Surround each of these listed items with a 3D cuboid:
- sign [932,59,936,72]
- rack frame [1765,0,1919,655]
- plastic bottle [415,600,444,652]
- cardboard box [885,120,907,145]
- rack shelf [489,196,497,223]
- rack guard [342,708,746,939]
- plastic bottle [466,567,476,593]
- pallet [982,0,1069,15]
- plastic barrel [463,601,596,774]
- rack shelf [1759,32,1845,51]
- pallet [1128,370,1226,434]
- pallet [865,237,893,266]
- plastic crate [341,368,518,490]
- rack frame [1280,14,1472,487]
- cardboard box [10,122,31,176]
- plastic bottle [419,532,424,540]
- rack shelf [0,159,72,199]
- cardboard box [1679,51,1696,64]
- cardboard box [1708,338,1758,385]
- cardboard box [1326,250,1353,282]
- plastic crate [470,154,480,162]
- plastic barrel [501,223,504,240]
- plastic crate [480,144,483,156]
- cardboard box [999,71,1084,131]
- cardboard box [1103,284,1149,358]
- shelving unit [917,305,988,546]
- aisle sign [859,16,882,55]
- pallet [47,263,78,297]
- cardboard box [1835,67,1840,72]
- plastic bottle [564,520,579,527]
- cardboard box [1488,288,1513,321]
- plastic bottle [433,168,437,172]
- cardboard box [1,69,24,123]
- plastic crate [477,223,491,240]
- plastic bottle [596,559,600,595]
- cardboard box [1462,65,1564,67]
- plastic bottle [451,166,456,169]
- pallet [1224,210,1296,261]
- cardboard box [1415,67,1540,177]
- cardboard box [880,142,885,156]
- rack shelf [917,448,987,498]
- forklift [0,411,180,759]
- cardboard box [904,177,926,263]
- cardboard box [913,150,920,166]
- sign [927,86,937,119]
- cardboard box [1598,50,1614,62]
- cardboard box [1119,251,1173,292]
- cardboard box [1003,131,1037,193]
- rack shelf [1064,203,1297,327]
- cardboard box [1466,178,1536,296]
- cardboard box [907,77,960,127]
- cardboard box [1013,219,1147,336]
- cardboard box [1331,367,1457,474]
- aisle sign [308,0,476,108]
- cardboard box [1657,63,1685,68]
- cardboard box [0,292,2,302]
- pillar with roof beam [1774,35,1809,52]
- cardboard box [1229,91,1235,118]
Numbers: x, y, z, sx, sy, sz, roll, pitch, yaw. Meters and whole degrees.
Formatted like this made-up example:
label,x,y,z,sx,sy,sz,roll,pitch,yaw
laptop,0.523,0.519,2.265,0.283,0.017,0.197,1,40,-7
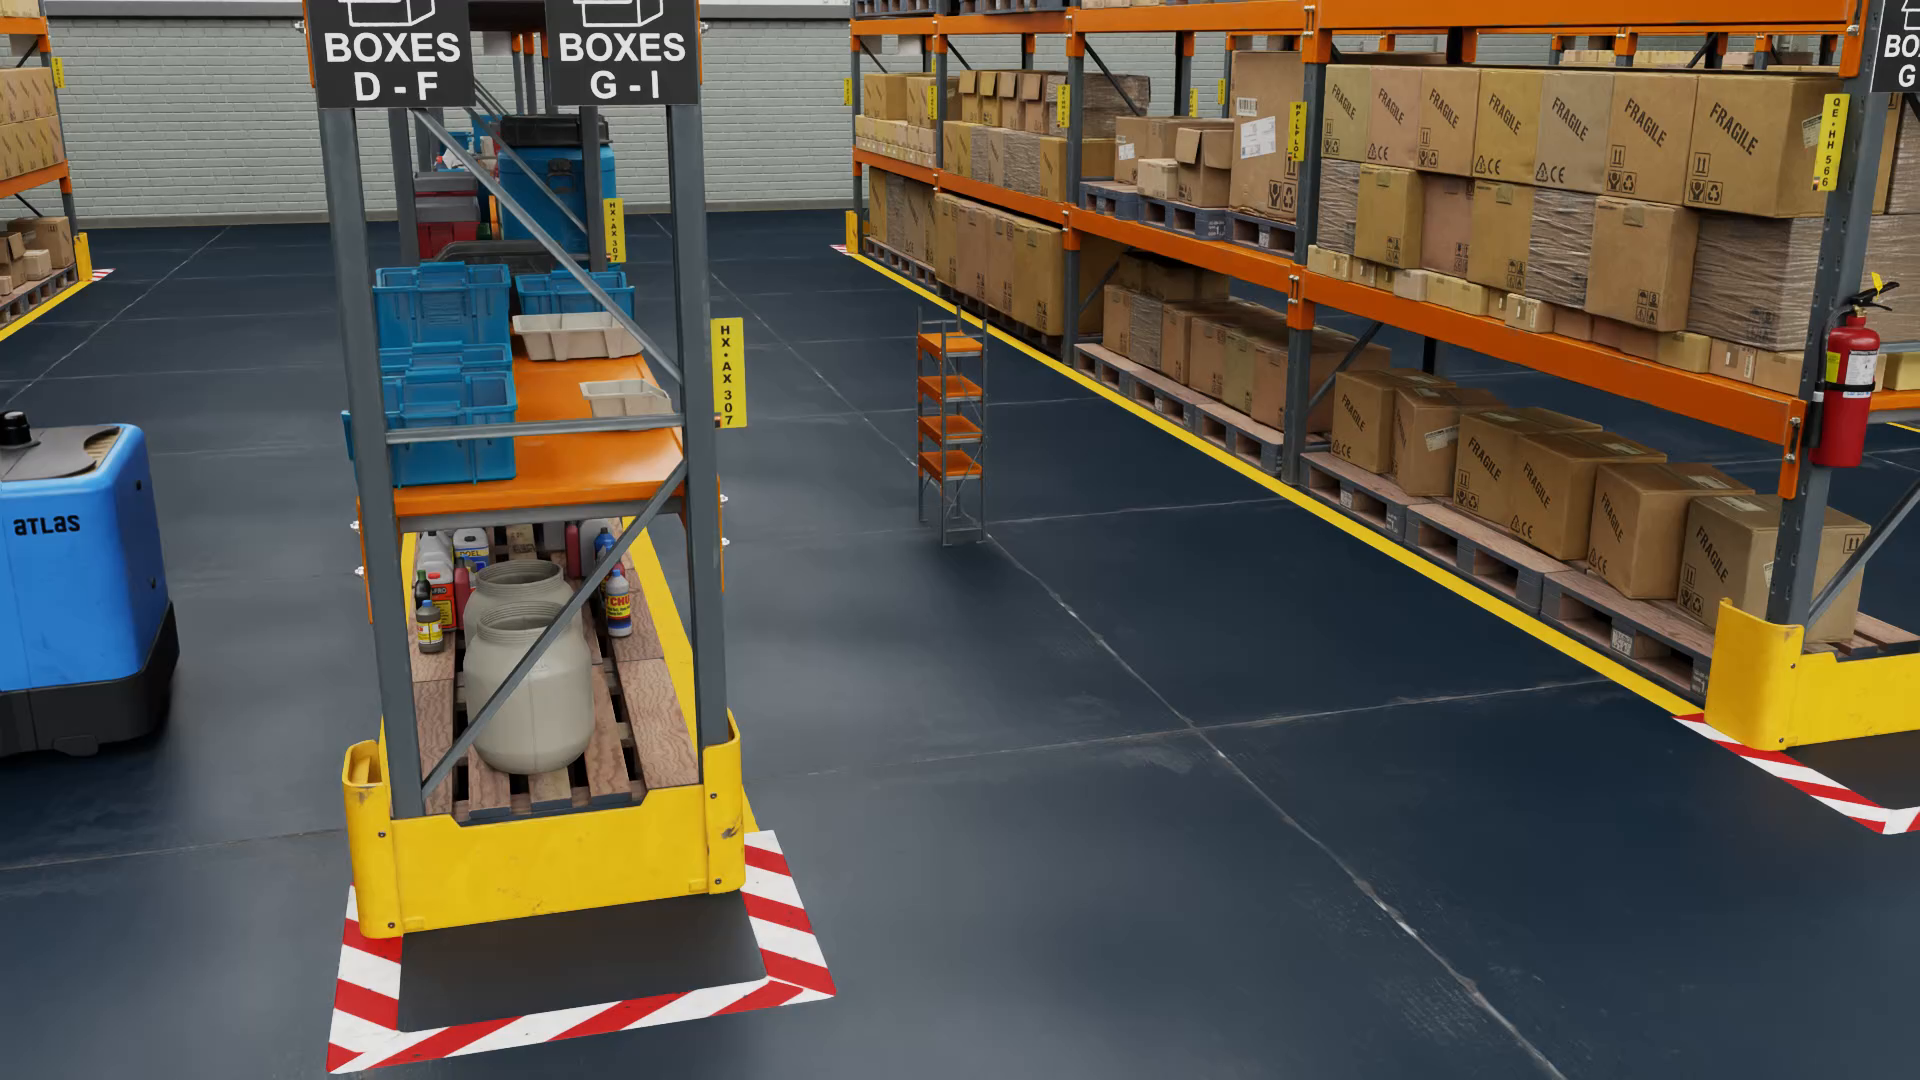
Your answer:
label,x,y,z,sx,sy,sz,roll,pitch,yaw
sign,-0.322,-5.839,20.752,0.100,0.325,0.005,-5,17,-15
rack frame,3.549,-0.706,6.089,1.000,3.000,0.127,-5,17,-15
plastic bottle,-2.139,0.341,6.701,0.097,0.201,0.097,0,17,0
cardboard box,-0.543,-4.622,18.869,0.500,0.250,0.500,-5,17,-16
rack shelf,-3.961,-2.736,14.098,1.077,0.370,4.000,-5,17,-15
rack guard,-1.279,0.865,5.203,1.175,0.500,0.348,-5,17,-15
plastic bottle,-2.105,0.216,7.118,0.097,0.201,0.097,0,17,0
pallet,0.813,-4.748,14.660,1.003,0.211,1.213,-4,17,-13
plastic barrel,-1.467,0.500,5.669,0.421,0.512,0.421,0,17,0
rack shelf,10.330,-5.348,17.578,1.077,0.370,4.000,-5,17,-15
pallet,1.896,-1.031,12.016,1.003,0.211,1.213,-5,17,-15
pallet,-0.553,-3.581,20.508,1.003,0.211,1.213,-5,17,-15
plastic crate,-1.638,-0.358,5.189,0.499,0.251,0.616,-5,17,-15
rack frame,2.450,-1.813,9.773,1.000,3.000,0.127,-5,17,-15
cardboard box,-9.573,-3.874,16.462,0.500,0.500,0.500,-5,17,-16
plastic bottle,-2.432,0.026,7.607,0.061,0.283,0.133,-4,17,-13
rack shelf,-9.824,-3.452,16.481,1.077,0.370,4.000,-5,17,-15
cardboard box,9.172,-5.993,20.649,0.380,0.149,0.250,-5,17,-16
cardboard box,3.204,-0.718,6.564,0.380,0.149,0.250,-5,17,-15
cardboard box,2.276,-1.539,9.298,0.380,0.149,0.250,-5,17,-15
plastic crate,-5.077,-3.819,16.827,0.437,0.125,0.590,-5,17,-15
plastic barrel,-2.528,-1.733,9.748,0.301,0.262,0.301,0,17,0
plastic crate,-5.146,-4.350,18.575,0.396,0.136,0.243,-5,17,-15
cardboard box,0.798,-4.016,15.192,0.797,0.503,0.637,-4,17,-13
cardboard box,1.554,-1.749,13.141,0.700,0.500,0.500,-6,18,-18
shelving unit,-0.045,-0.620,8.932,0.258,1.200,0.503,-5,17,-15
aisle sign,-1.156,-6.373,20.436,0.394,0.787,0.004,-5,17,-15
pallet,-10.133,-2.773,17.816,1.003,0.211,1.213,-5,17,-15
cardboard box,9.926,-4.914,18.185,0.500,0.500,0.500,-5,17,-17
plastic bottle,-1.808,-0.018,7.755,0.061,0.283,0.133,-5,17,-15
cardboard box,2.757,-1.130,7.936,0.380,0.149,0.250,-5,17,-15
plastic bottle,-4.247,-2.866,13.482,0.061,0.283,0.133,-5,17,-15
cardboard box,-9.559,-4.350,16.309,0.500,0.500,0.500,-4,17,-14
plastic crate,-3.062,-1.779,10.029,0.450,0.188,0.662,-5,17,-15
plastic bottle,-1.560,0.139,7.375,0.097,0.201,0.097,0,17,0
cardboard box,2.977,-2.241,8.770,0.500,0.500,0.500,-5,17,-15
plastic bottle,-4.159,-2.929,13.690,0.061,0.283,0.133,-5,17,-15
pallet,2.380,-1.944,10.542,1.003,0.211,1.213,-5,17,-15
cardboard box,2.605,-2.061,8.170,0.500,0.500,0.500,-5,17,-15
cardboard box,-0.712,-4.532,19.262,0.380,0.149,0.250,-5,17,-16
rack shelf,-0.045,-0.366,9.008,0.258,0.148,0.480,-5,17,-15
forklift,-4.635,-0.601,5.857,3.031,2.935,1.130,-5,18,-17
cardboard box,-0.100,-3.647,18.842,0.875,0.875,0.875,-5,17,-15
cardboard box,-0.289,-4.106,17.844,0.380,0.149,0.250,-5,17,-16
sign,-0.282,-4.434,16.856,0.100,0.325,0.005,-5,17,-15
cardboard box,8.703,-6.414,22.050,0.380,0.149,0.250,-5,18,-17
cardboard box,1.564,-2.109,13.035,0.500,0.250,0.500,-4,17,-13
cardboard box,0.700,-3.366,14.769,0.500,0.500,0.500,-5,18,-17
rack shelf,1.900,-2.021,11.718,1.077,0.370,4.000,-5,17,-15
cardboard box,2.950,-1.461,7.910,0.875,0.500,0.500,-5,17,-15
cardboard box,-0.266,-4.700,17.826,0.500,0.500,0.500,-5,17,-15
cardboard box,1.181,-2.295,14.342,1.225,0.875,0.875,-6,18,-18
cardboard box,2.522,-0.703,9.693,0.500,0.500,0.500,-5,18,-17
aisle sign,-1.479,-1.516,4.267,0.394,0.787,0.004,-5,17,-15
cardboard box,9.104,-5.726,20.887,0.500,0.500,0.500,-4,17,-15
cardboard box,-9.182,-2.300,15.303,0.500,0.311,0.500,-5,17,-15
pillar with roof beam,9.439,-9.659,25.465,9.100,9.000,0.400,-5,17,-15
cardboard box,3.807,-5.541,21.492,0.500,0.500,0.500,-4,17,-13
